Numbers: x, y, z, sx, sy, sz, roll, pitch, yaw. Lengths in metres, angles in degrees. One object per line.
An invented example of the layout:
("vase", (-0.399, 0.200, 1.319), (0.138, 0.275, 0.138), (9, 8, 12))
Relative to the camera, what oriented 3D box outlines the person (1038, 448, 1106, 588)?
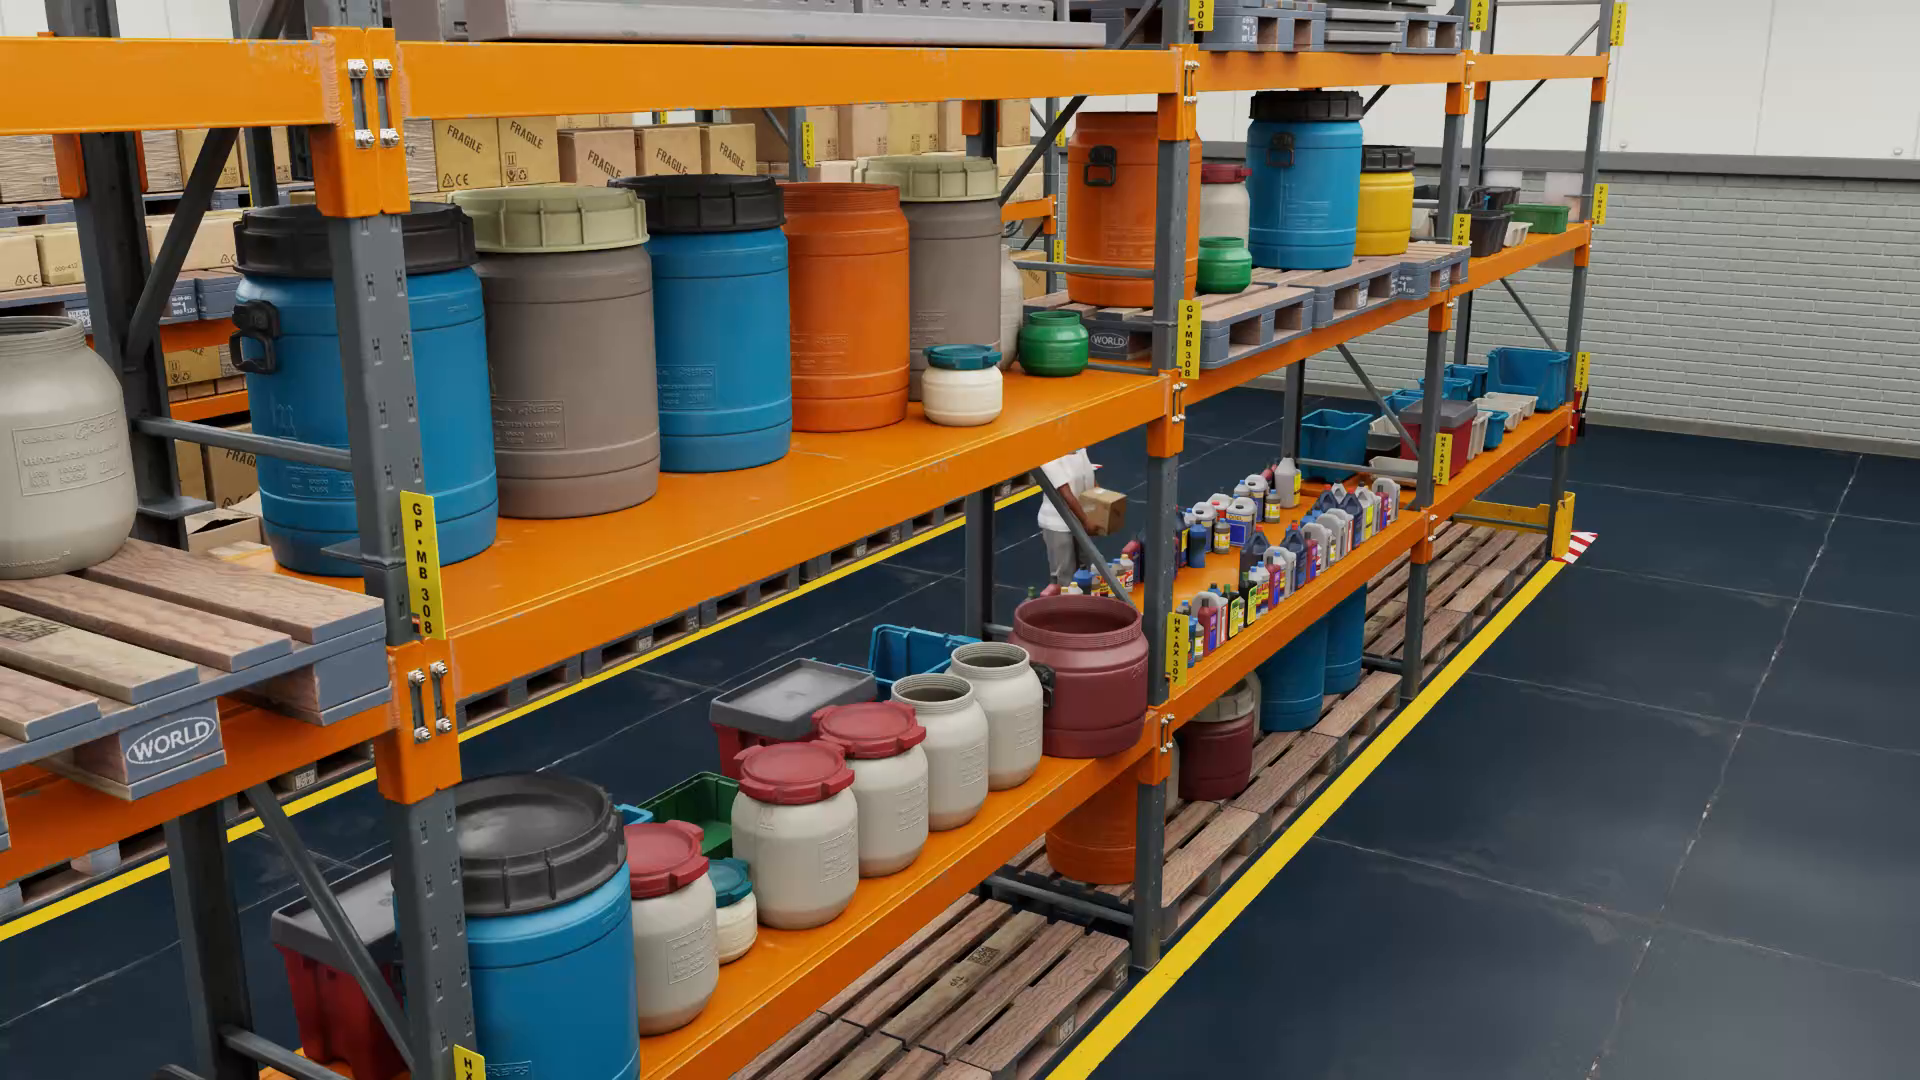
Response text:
("person", (0.846, -0.085, 11.797), (0.586, 1.760, 0.503), (10, 19, 31))
